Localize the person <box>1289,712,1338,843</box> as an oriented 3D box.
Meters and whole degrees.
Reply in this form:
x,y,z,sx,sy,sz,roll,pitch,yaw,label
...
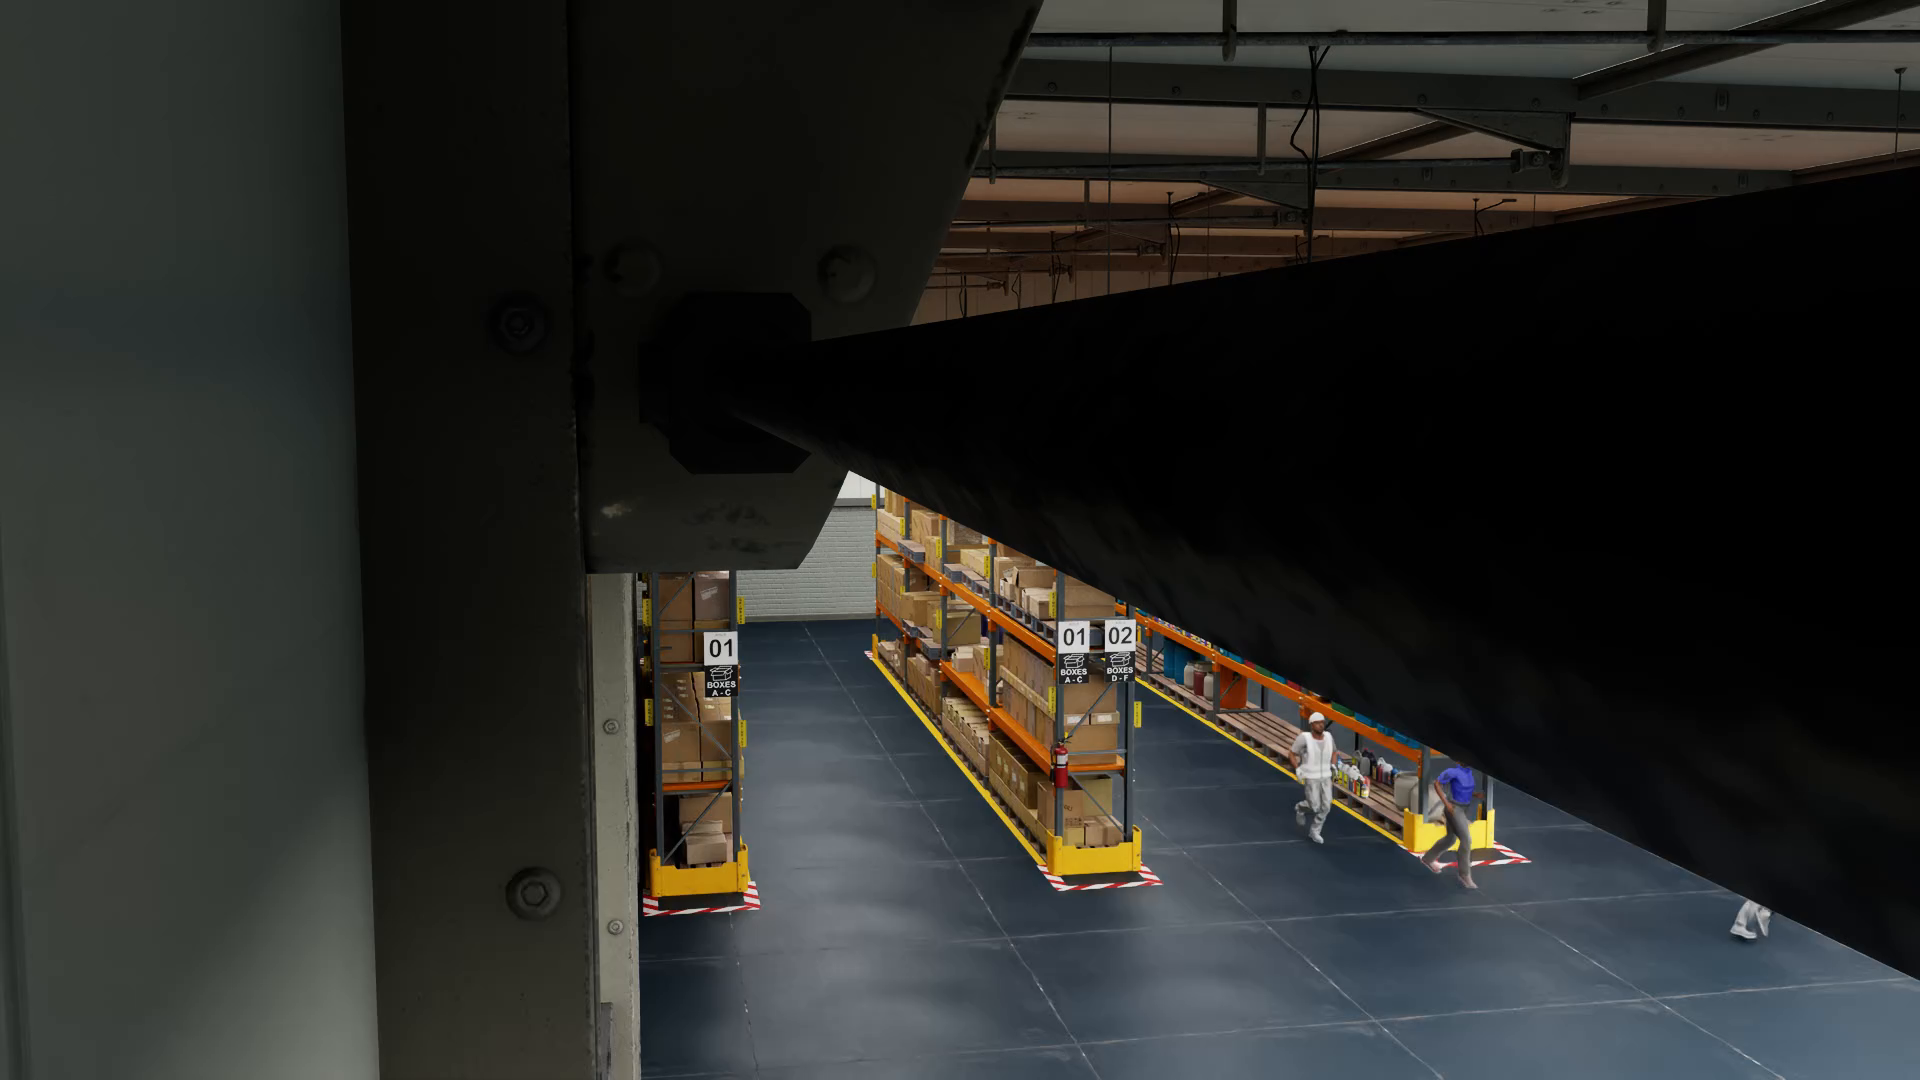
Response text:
x,y,z,sx,sy,sz,roll,pitch,yaw,label
4.783,3.177,22.420,0.688,1.737,0.599,-2,6,-16,person

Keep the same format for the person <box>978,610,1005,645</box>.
x,y,z,sx,sy,sz,roll,pitch,yaw,label
0.631,1.794,36.312,0.610,1.669,0.902,-5,8,-40,person

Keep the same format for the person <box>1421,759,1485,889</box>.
x,y,z,sx,sy,sz,roll,pitch,yaw,label
6.155,3.415,20.676,0.808,1.700,0.581,5,8,39,person

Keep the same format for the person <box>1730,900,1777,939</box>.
x,y,z,sx,sy,sz,roll,pitch,yaw,label
8.938,3.612,18.350,0.732,1.638,0.645,2,6,18,person
